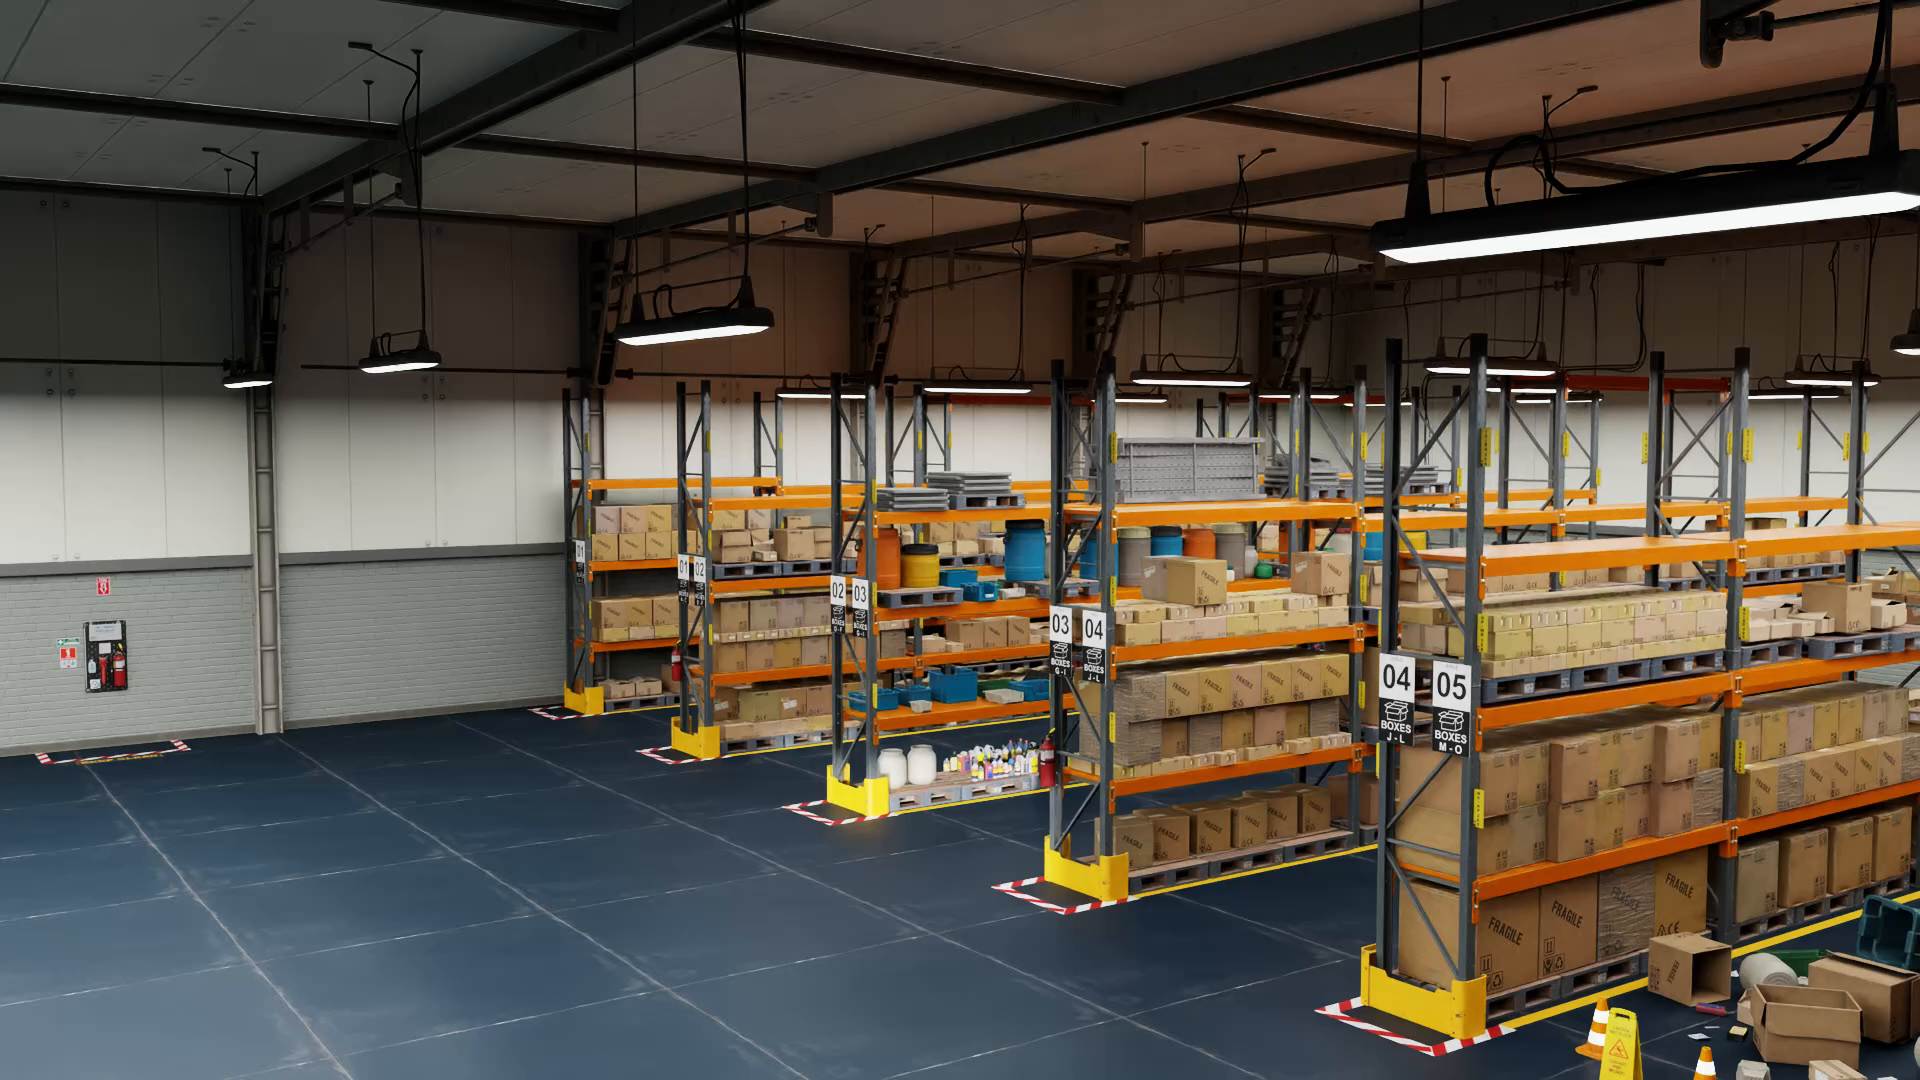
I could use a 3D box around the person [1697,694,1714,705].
[{"bbox_3d":[10.582,2.896,23.257,0.787,1.514,0.594,-2,4,-26],"label":"person"}]
